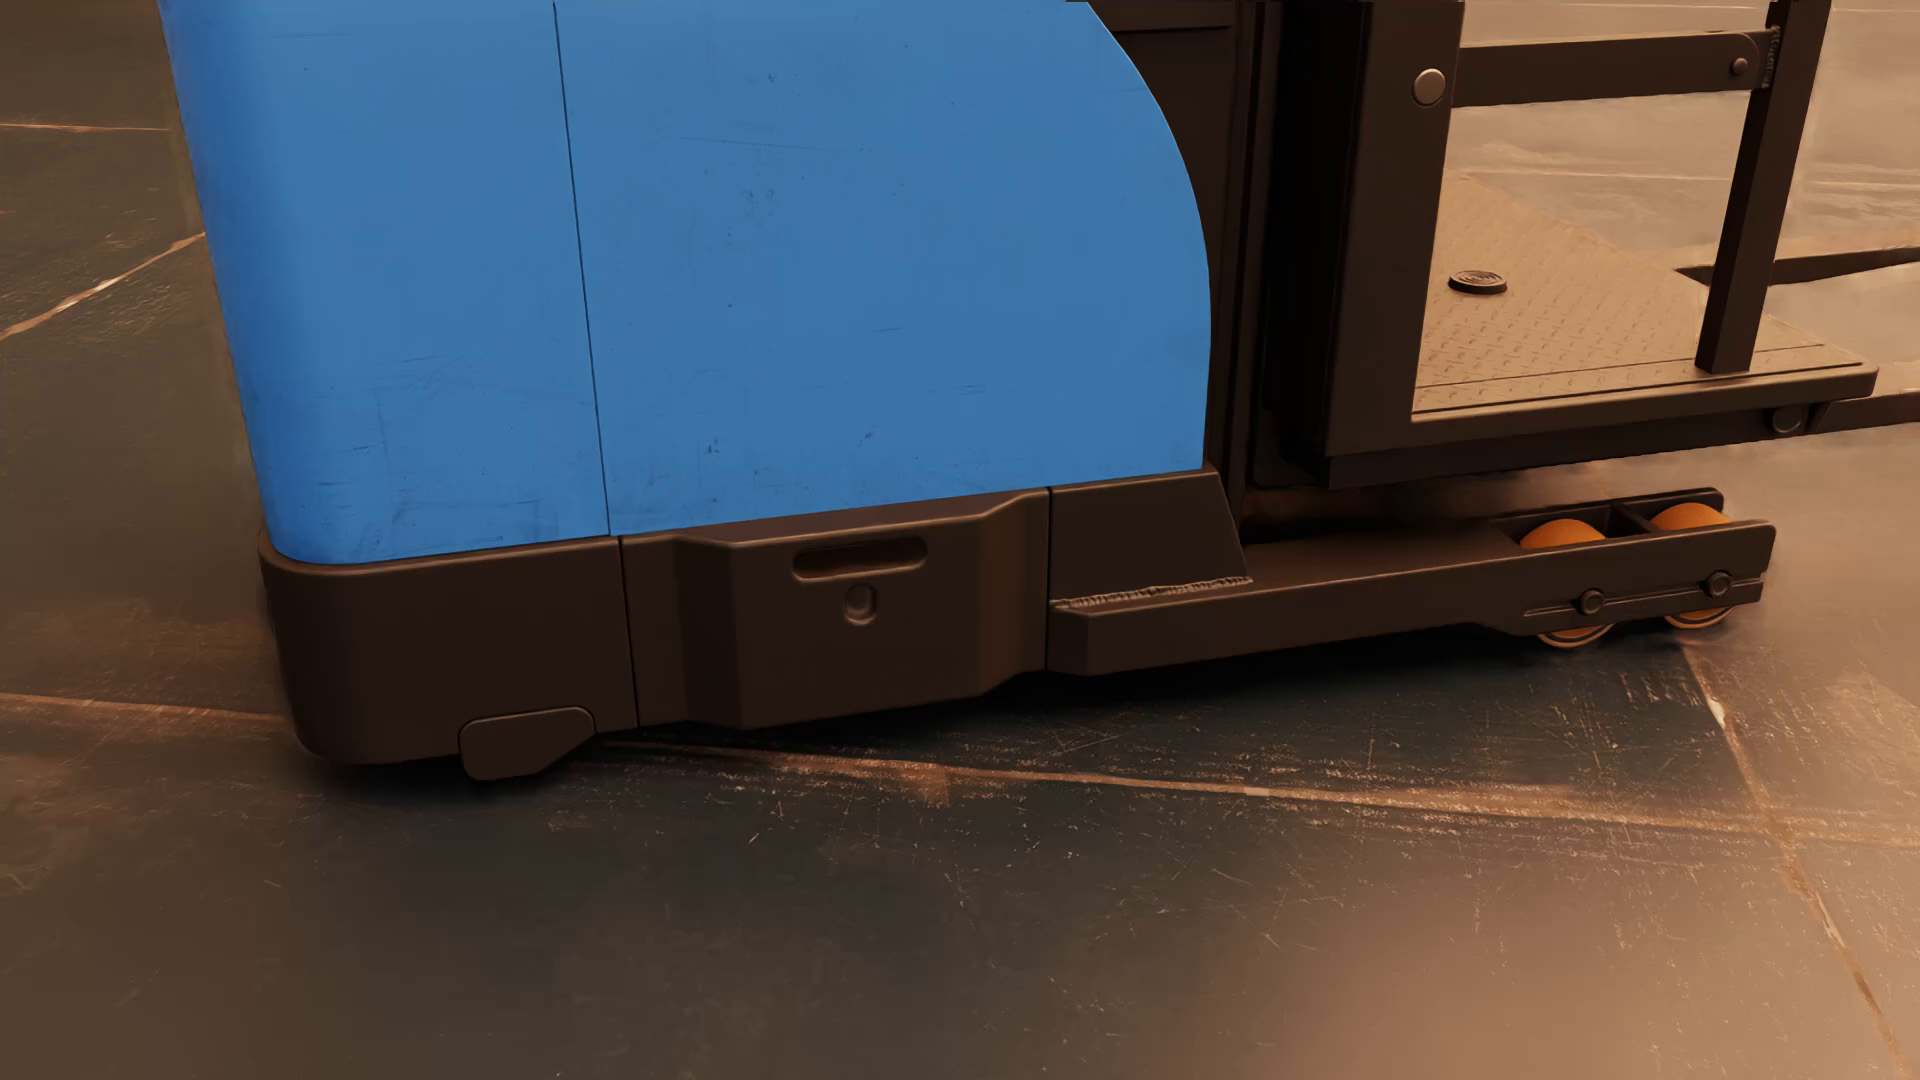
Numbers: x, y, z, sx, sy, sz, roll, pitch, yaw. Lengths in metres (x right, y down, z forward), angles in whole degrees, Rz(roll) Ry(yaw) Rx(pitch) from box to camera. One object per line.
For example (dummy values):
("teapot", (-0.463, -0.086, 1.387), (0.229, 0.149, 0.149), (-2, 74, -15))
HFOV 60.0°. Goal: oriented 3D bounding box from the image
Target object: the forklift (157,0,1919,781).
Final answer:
("forklift", (0.591, -1.389, 2.002), (3.031, 2.935, 1.130), (-7, 27, -14))
